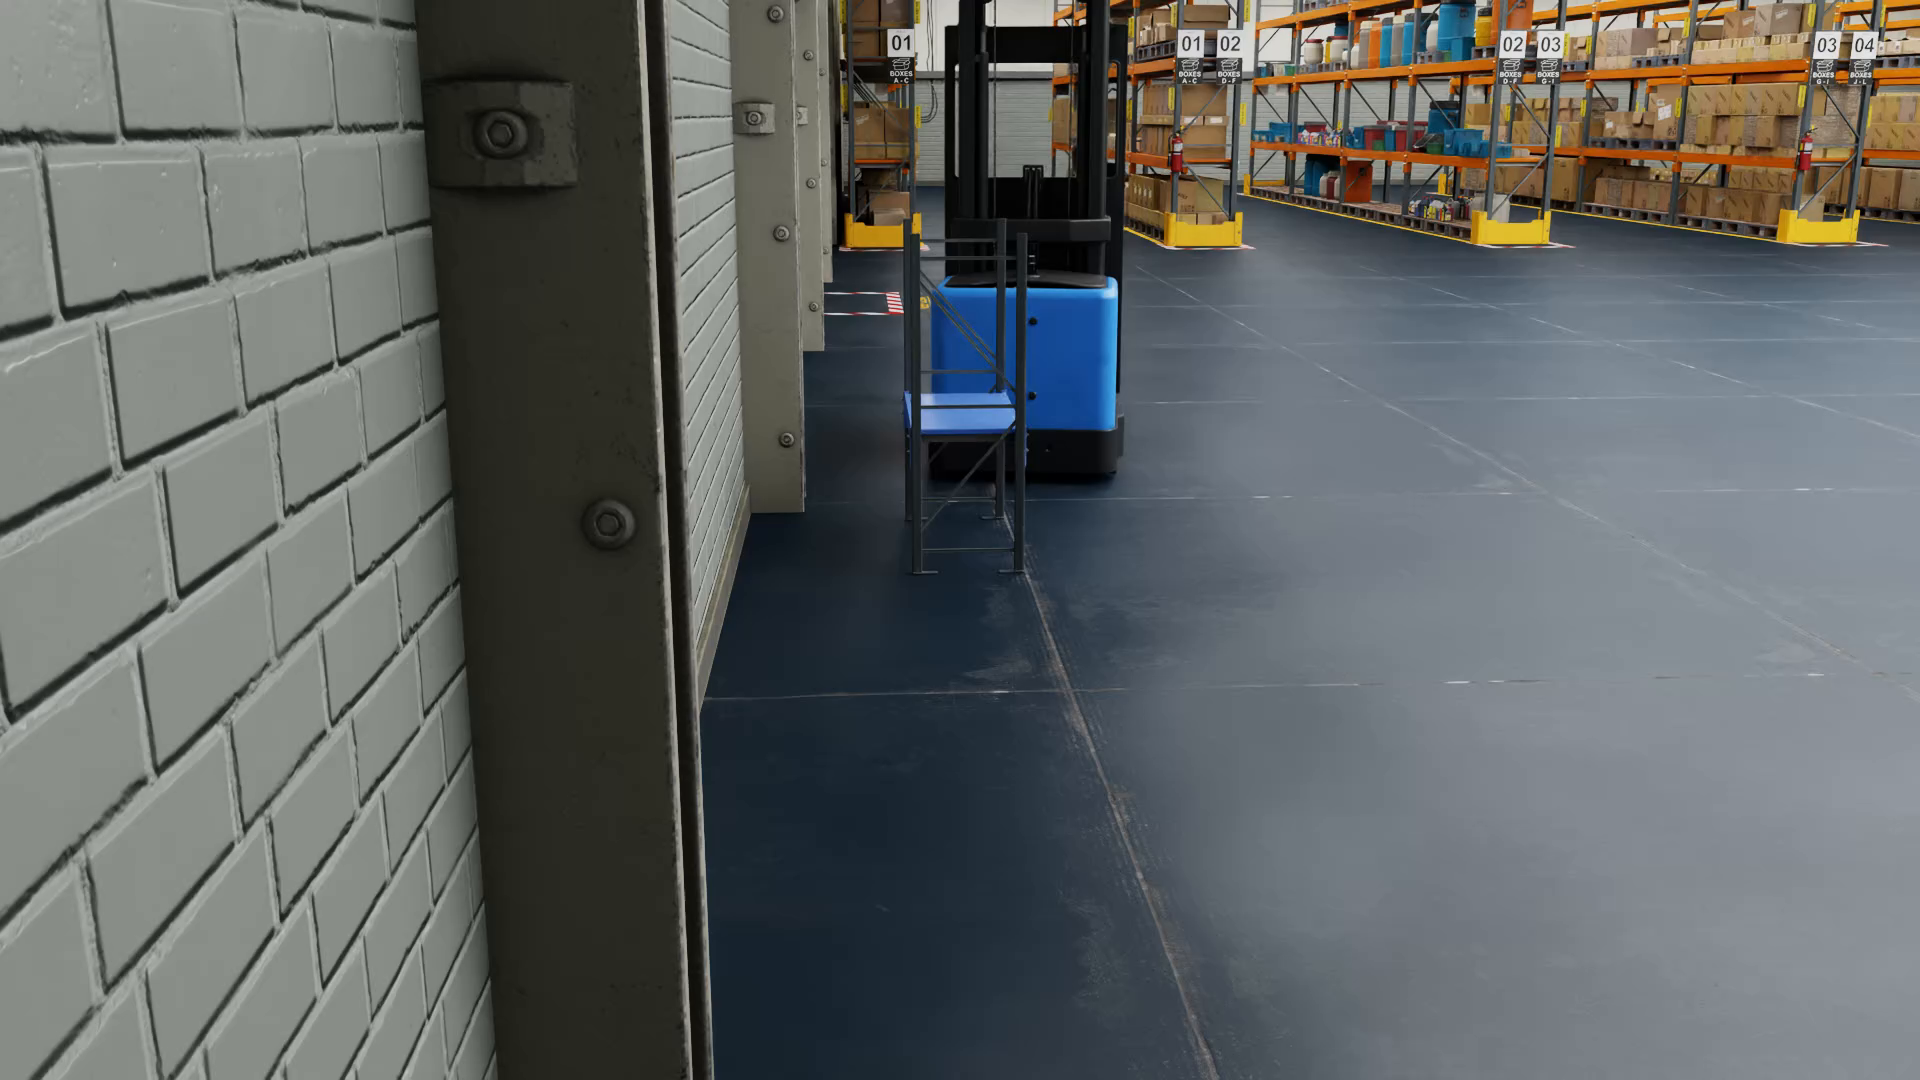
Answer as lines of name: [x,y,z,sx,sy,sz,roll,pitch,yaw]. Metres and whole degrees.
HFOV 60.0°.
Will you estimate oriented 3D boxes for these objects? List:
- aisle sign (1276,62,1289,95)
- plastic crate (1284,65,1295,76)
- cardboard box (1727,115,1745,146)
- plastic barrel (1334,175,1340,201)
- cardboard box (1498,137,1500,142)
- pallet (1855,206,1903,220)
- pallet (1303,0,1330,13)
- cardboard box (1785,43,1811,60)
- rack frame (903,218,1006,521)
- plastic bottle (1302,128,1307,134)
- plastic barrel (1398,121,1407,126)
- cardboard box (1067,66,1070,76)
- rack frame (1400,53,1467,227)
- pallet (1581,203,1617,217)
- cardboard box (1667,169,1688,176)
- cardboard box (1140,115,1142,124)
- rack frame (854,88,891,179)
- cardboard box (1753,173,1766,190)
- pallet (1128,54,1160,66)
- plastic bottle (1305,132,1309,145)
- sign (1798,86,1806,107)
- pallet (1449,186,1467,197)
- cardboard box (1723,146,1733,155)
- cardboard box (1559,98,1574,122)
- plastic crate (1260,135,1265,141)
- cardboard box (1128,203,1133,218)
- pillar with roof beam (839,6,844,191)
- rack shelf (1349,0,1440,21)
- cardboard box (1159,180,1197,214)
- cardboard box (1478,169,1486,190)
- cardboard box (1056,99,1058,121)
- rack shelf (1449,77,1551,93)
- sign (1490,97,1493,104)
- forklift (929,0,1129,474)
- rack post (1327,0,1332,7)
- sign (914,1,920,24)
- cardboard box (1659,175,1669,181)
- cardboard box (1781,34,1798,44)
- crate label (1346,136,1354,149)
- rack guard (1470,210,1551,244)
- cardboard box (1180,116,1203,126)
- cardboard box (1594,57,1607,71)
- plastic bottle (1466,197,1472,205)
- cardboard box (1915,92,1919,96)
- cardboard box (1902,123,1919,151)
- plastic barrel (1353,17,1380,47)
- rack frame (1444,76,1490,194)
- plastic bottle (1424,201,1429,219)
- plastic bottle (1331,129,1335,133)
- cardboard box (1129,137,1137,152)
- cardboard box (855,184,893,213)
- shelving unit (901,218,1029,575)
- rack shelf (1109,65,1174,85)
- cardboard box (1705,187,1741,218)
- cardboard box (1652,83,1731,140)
aisle sign: [8.004,-11.373,40.992,0.394,0.787,0.004,-1,14,-3]
plastic crate: [7.589,-10.690,37.870,0.416,0.233,0.300,-1,14,-3]
cardboard box: [13.486,-6.891,27.990,0.875,0.500,0.500,-1,14,-3]
plastic barrel: [8.040,-7.361,34.766,0.421,0.512,0.421,0,14,0]
cardboard box: [12.545,-9.187,38.215,0.380,0.149,0.250,-1,14,-2]
pallet: [18.158,-6.380,32.398,1.003,0.211,1.213,-1,14,-3]
pallet: [8.045,-11.512,35.890,1.003,0.211,1.213,-1,14,-3]
cardboard box: [13.367,-7.685,26.156,0.500,0.250,0.500,-1,14,-2]
rack frame: [-0.026,-0.832,8.248,0.500,1.500,0.032,-1,14,-3]
plastic bottle: [7.664,-8.970,36.970,0.144,0.351,0.185,-1,14,-3]
plastic barrel: [8.547,-7.704,31.678,0.433,0.535,0.433,0,14,0]
cardboard box: [2.704,-10.643,37.652,0.500,0.250,0.500,-1,14,-3]
rack frame: [8.459,-7.107,29.630,1.000,3.000,0.127,-1,14,-3]
pallet: [13.202,-6.634,33.385,1.003,0.211,1.213,-1,14,-3]
cardboard box: [17.440,-8.934,40.414,0.380,0.149,0.250,0,14,-1]
cardboard box: [3.338,-7.324,28.971,0.380,0.149,0.250,-1,14,-4]
rack frame: [-2.172,-9.939,40.634,1.000,3.000,0.127,-1,14,-3]
cardboard box: [17.725,-7.768,36.372,0.500,0.500,0.500,-1,14,-2]
pallet: [3.448,-8.611,29.838,0.805,0.209,1.217,-1,15,-6]
plastic bottle: [7.615,-8.793,36.441,0.097,0.271,0.097,0,14,0]
sign: [13.095,-6.899,25.863,0.100,0.325,0.005,-1,14,-3]
pallet: [12.787,-8.620,41.105,1.003,0.211,1.213,-1,14,-3]
cardboard box: [13.222,-6.631,28.283,0.380,0.149,0.250,-1,14,-3]
cardboard box: [13.088,-9.057,34.993,0.797,0.503,0.637,-1,14,-2]
plastic crate: [7.382,-9.677,40.025,0.250,0.136,0.298,-1,14,-3]
cardboard box: [3.241,-5.783,29.160,0.500,0.250,0.500,-1,14,-3]
pillar with roof beam: [1.094,-13.569,42.703,9.100,9.000,0.400,-1,14,-3]
rack shelf: [8.335,-9.968,30.955,1.077,0.370,4.000,-1,14,-3]
cardboard box: [3.433,-5.401,26.167,0.500,0.500,0.500,-1,14,-3]
cardboard box: [12.890,-8.737,39.385,0.875,0.875,0.875,-1,14,-3]
cardboard box: [2.576,-10.304,39.849,0.500,0.500,0.500,-1,14,-3]
rack shelf: [12.783,-10.775,39.309,1.077,0.370,4.000,-1,14,-3]
sign: [13.202,-10.848,41.371,0.100,0.325,0.005,-1,14,-3]
forklift: [0.473,-2.101,10.309,1.130,2.935,3.031,1,14,5]
rack post: [8.216,-11.259,34.728,0.937,0.300,0.954,1,14,3]
sign: [-0.639,-7.844,24.719,0.100,0.325,0.005,-1,14,-3]
cardboard box: [17.364,-8.858,40.716,0.380,0.149,0.250,0,14,-2]
cardboard box: [13.296,-7.959,26.422,0.380,0.149,0.250,-2,15,-6]
crate label: [7.863,-7.910,33.087,0.303,0.233,0.416,-1,14,-3]
rack guard: [8.655,-4.920,26.145,1.175,0.500,0.348,-1,14,-3]
cardboard box: [3.549,-6.492,25.734,0.380,0.149,0.250,-1,14,-4]
cardboard box: [12.930,-9.438,32.968,0.500,0.250,0.500,-1,14,-2]
plastic bottle: [8.819,-5.754,28.802,0.144,0.351,0.185,-1,14,-4]
cardboard box: [22.548,-10.374,38.818,0.380,0.149,0.250,-1,14,-3]
cardboard box: [18.029,-7.535,31.091,0.500,0.500,0.500,-1,14,-4]
plastic barrel: [8.179,-10.107,33.565,0.600,0.830,0.708,-1,14,-3]
rack frame: [12.659,-10.168,41.526,1.000,3.000,0.127,-1,14,-3]
plastic bottle: [8.075,-5.709,28.764,0.061,0.283,0.133,0,14,-1]
plastic bottle: [8.203,-8.847,36.491,0.144,0.351,0.185,-1,14,-3]
cardboard box: [3.277,-7.182,30.192,0.396,0.266,0.258,-1,14,-5]
cardboard box: [-1.573,-6.267,30.499,0.700,0.500,0.500,-1,14,-5]
shelving unit: [0.005,-0.705,7.757,0.538,1.500,1.048,-1,14,-3]
rack shelf: [3.391,-8.633,30.985,1.077,0.370,4.000,-1,14,-3]
cardboard box: [13.431,-5.934,29.244,0.500,0.500,0.500,4,15,14]
cardboard box: [13.493,-7.877,30.576,1.000,1.000,1.000,-1,14,-3]
